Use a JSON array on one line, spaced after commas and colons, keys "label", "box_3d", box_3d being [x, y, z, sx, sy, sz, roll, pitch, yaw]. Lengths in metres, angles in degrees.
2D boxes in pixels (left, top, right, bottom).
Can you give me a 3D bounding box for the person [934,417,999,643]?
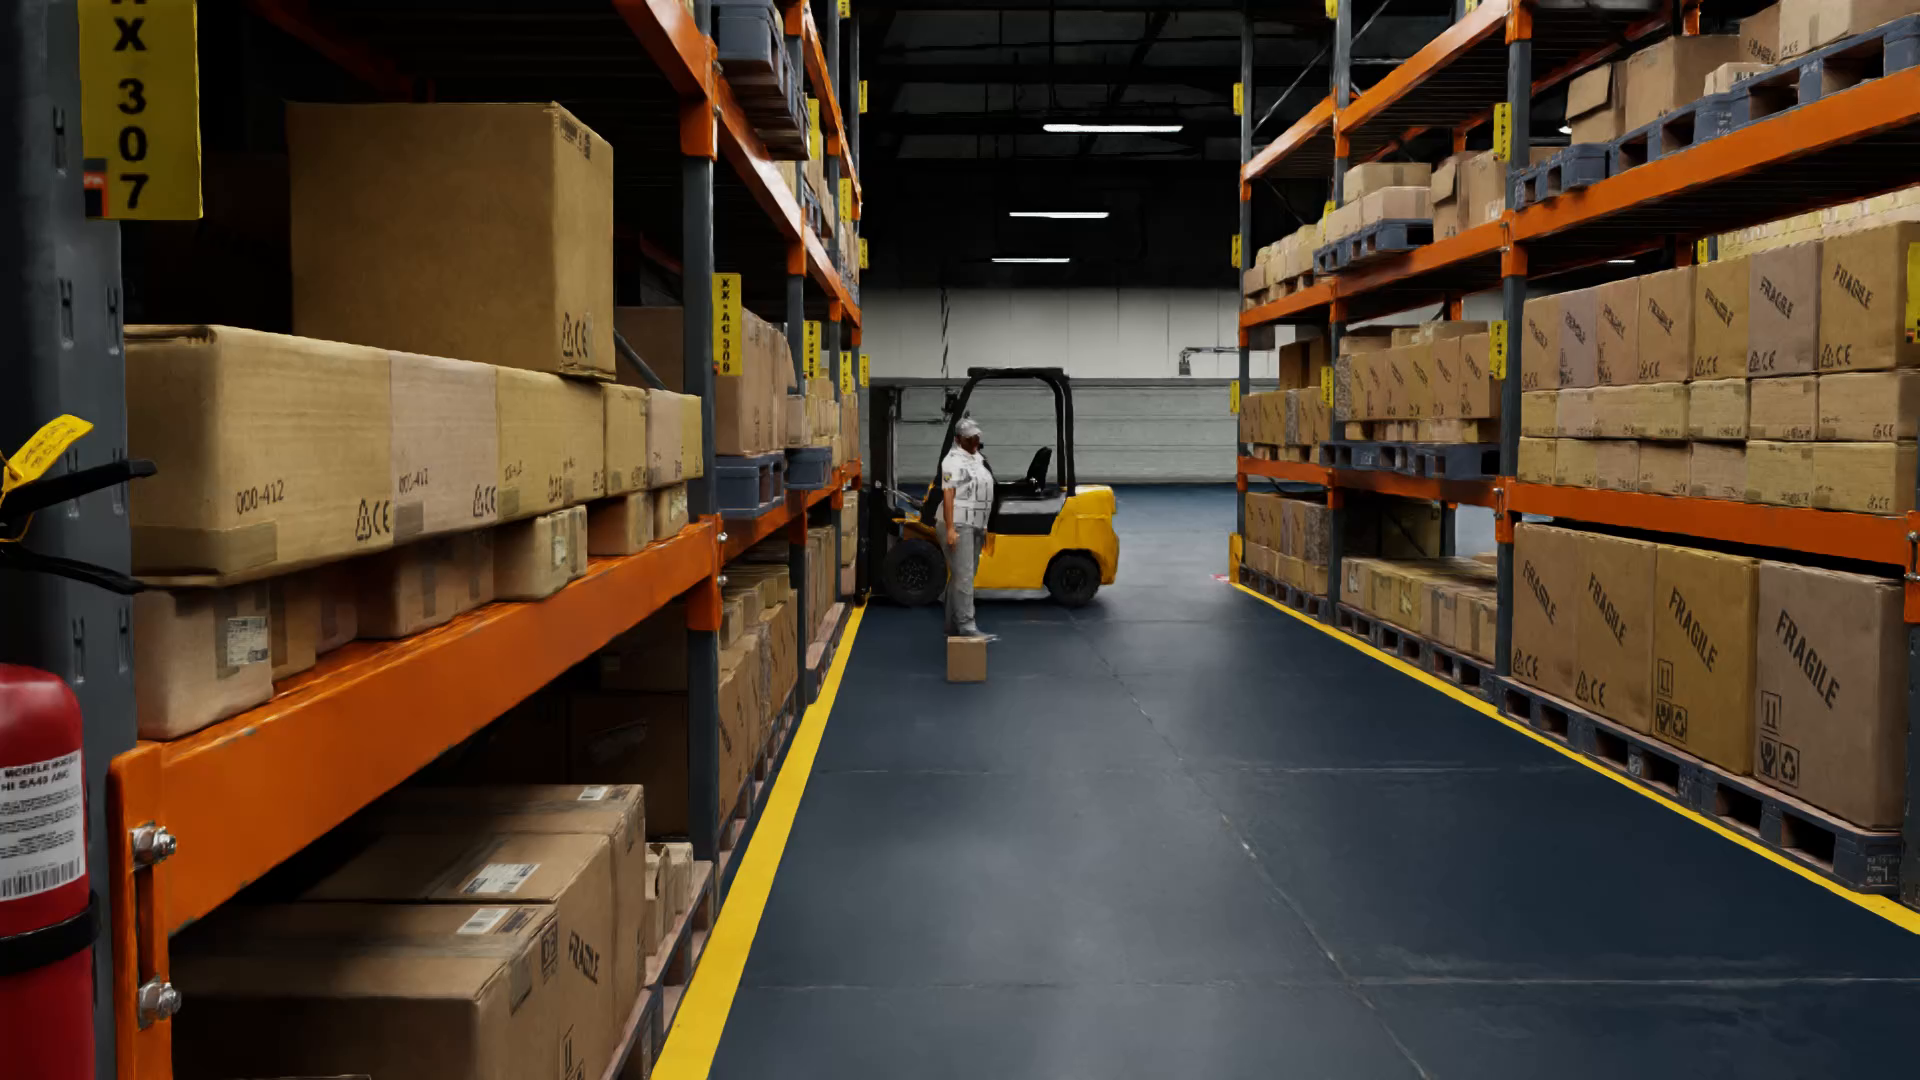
[{"label": "person", "box_3d": [0.077, -0.074, 12.280, 0.537, 1.661, 0.576, 2, 4, 25]}]
